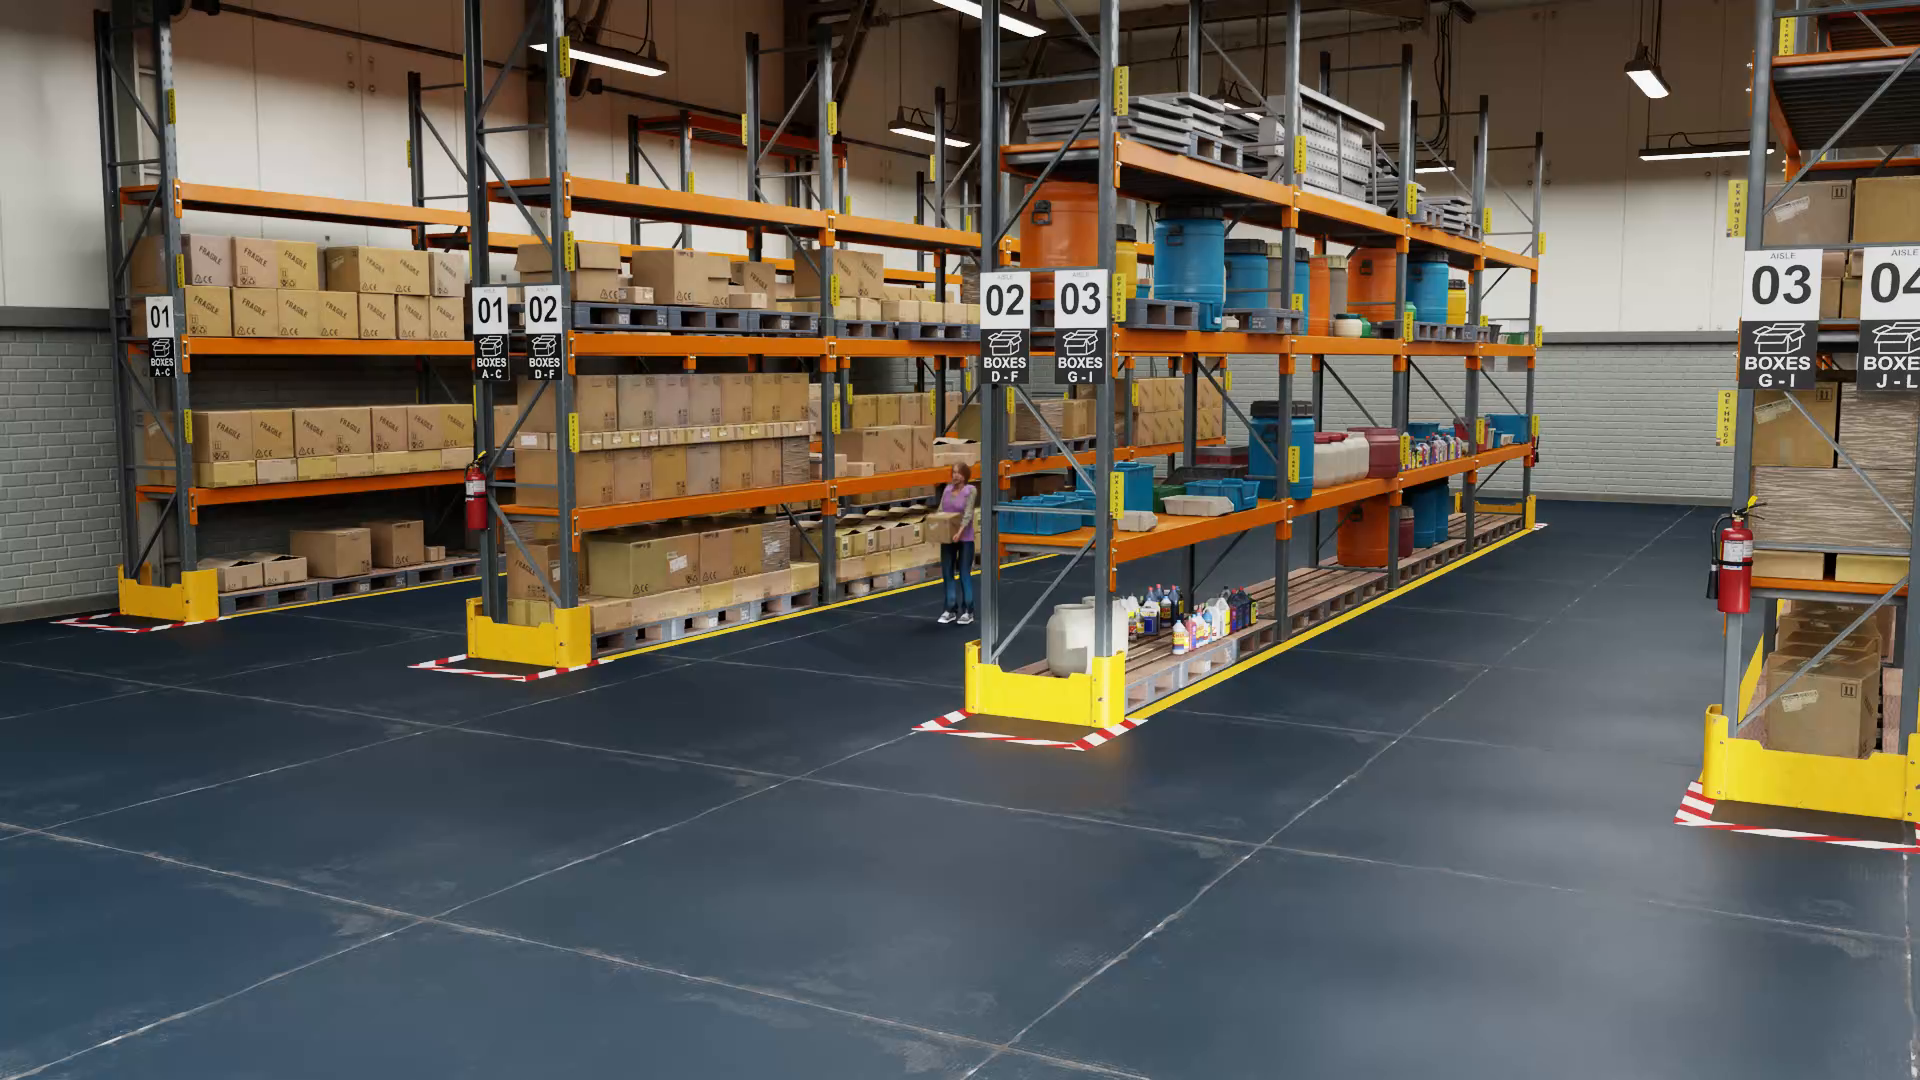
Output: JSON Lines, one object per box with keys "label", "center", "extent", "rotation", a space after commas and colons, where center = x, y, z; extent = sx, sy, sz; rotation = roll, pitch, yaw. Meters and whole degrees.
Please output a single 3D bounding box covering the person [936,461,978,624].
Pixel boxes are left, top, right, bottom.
{"label": "person", "center": [-0.062, 0.030, 16.310], "extent": [0.402, 1.597, 0.491], "rotation": [3, 7, 29]}
